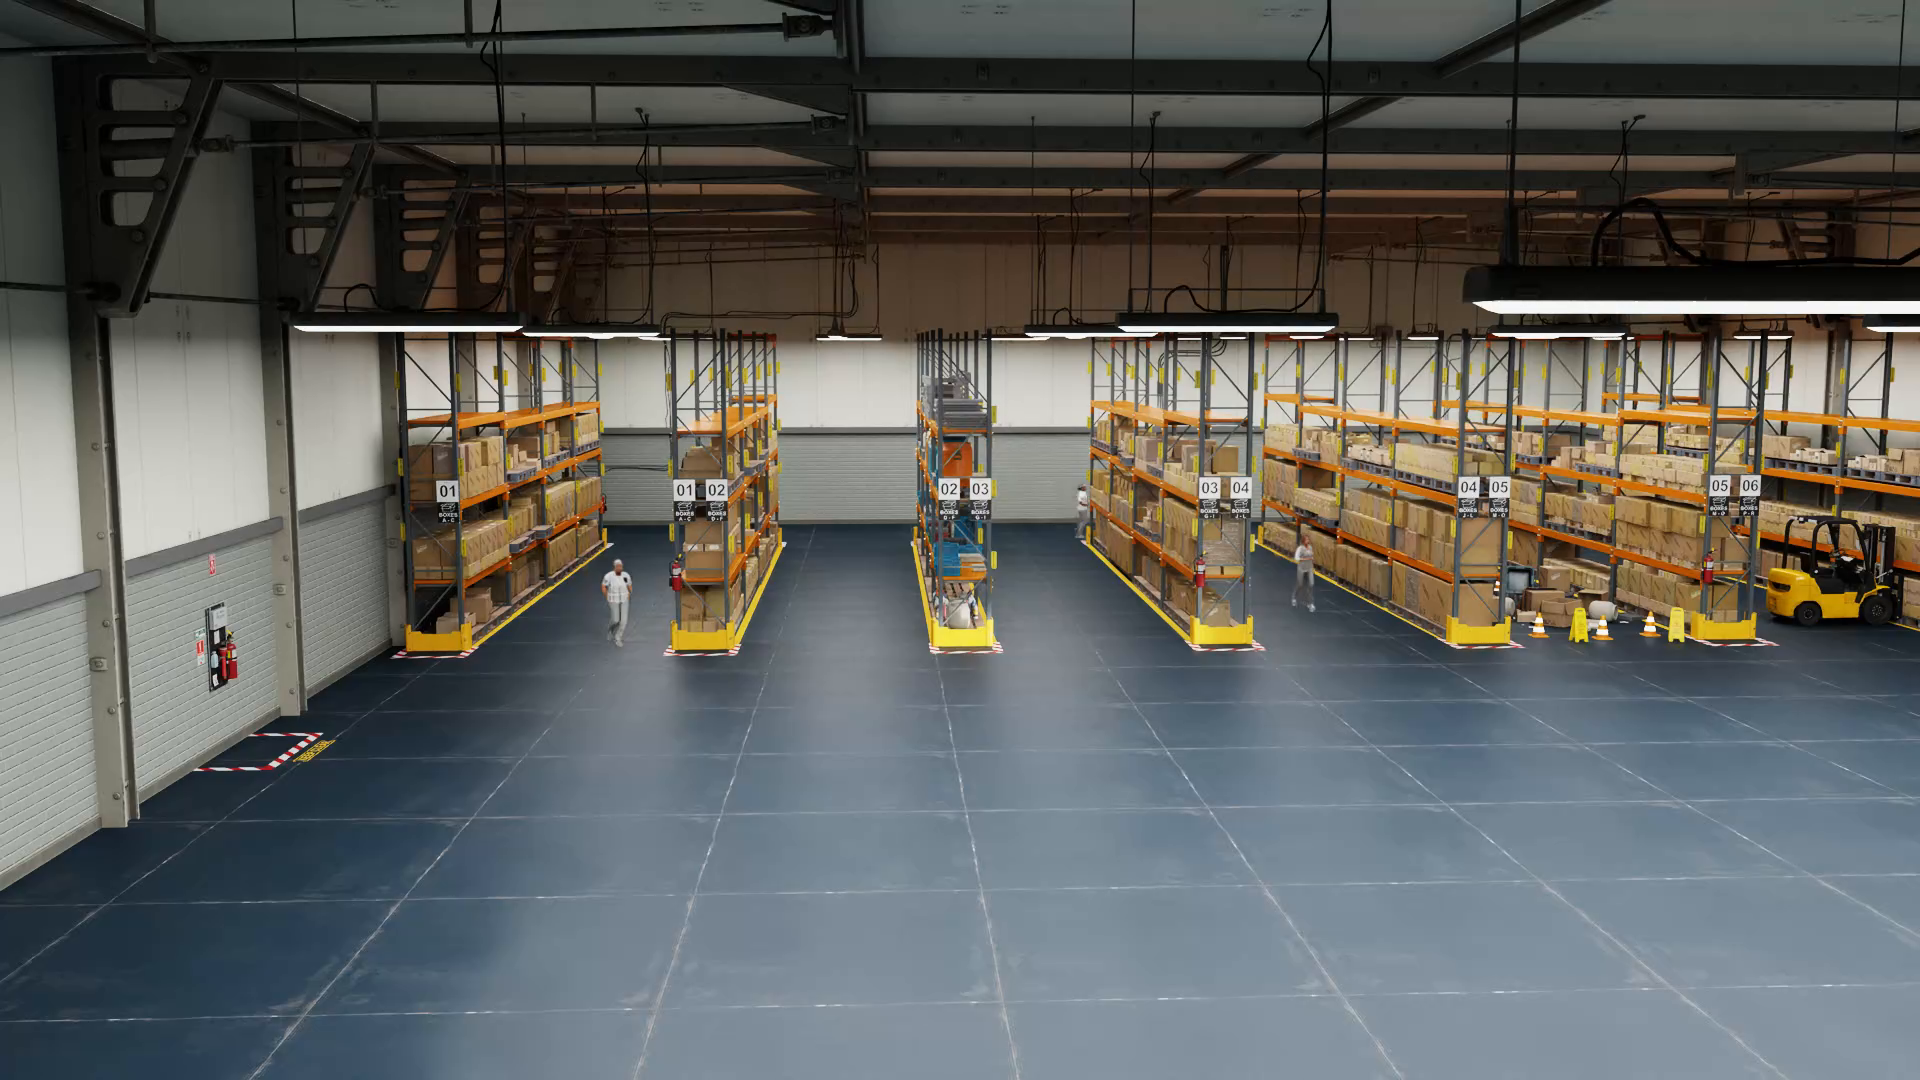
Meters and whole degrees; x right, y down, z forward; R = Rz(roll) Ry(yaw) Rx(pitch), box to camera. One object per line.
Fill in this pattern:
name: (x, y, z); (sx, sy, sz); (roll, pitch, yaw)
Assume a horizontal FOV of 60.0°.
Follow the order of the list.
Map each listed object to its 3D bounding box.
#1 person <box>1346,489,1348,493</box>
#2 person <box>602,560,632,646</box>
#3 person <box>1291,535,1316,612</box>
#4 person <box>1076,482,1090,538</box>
person: (10.956, -0.643, 47.049); (0.570, 1.633, 0.602); (-3, 7, -21)
person: (-6.518, 1.198, 31.771); (0.570, 1.641, 0.517); (-3, 7, -24)
person: (7.416, 0.691, 35.873); (0.565, 1.631, 0.778); (-3, 7, -20)
person: (3.701, -0.887, 49.060); (0.543, 1.657, 0.574); (2, 7, 13)
